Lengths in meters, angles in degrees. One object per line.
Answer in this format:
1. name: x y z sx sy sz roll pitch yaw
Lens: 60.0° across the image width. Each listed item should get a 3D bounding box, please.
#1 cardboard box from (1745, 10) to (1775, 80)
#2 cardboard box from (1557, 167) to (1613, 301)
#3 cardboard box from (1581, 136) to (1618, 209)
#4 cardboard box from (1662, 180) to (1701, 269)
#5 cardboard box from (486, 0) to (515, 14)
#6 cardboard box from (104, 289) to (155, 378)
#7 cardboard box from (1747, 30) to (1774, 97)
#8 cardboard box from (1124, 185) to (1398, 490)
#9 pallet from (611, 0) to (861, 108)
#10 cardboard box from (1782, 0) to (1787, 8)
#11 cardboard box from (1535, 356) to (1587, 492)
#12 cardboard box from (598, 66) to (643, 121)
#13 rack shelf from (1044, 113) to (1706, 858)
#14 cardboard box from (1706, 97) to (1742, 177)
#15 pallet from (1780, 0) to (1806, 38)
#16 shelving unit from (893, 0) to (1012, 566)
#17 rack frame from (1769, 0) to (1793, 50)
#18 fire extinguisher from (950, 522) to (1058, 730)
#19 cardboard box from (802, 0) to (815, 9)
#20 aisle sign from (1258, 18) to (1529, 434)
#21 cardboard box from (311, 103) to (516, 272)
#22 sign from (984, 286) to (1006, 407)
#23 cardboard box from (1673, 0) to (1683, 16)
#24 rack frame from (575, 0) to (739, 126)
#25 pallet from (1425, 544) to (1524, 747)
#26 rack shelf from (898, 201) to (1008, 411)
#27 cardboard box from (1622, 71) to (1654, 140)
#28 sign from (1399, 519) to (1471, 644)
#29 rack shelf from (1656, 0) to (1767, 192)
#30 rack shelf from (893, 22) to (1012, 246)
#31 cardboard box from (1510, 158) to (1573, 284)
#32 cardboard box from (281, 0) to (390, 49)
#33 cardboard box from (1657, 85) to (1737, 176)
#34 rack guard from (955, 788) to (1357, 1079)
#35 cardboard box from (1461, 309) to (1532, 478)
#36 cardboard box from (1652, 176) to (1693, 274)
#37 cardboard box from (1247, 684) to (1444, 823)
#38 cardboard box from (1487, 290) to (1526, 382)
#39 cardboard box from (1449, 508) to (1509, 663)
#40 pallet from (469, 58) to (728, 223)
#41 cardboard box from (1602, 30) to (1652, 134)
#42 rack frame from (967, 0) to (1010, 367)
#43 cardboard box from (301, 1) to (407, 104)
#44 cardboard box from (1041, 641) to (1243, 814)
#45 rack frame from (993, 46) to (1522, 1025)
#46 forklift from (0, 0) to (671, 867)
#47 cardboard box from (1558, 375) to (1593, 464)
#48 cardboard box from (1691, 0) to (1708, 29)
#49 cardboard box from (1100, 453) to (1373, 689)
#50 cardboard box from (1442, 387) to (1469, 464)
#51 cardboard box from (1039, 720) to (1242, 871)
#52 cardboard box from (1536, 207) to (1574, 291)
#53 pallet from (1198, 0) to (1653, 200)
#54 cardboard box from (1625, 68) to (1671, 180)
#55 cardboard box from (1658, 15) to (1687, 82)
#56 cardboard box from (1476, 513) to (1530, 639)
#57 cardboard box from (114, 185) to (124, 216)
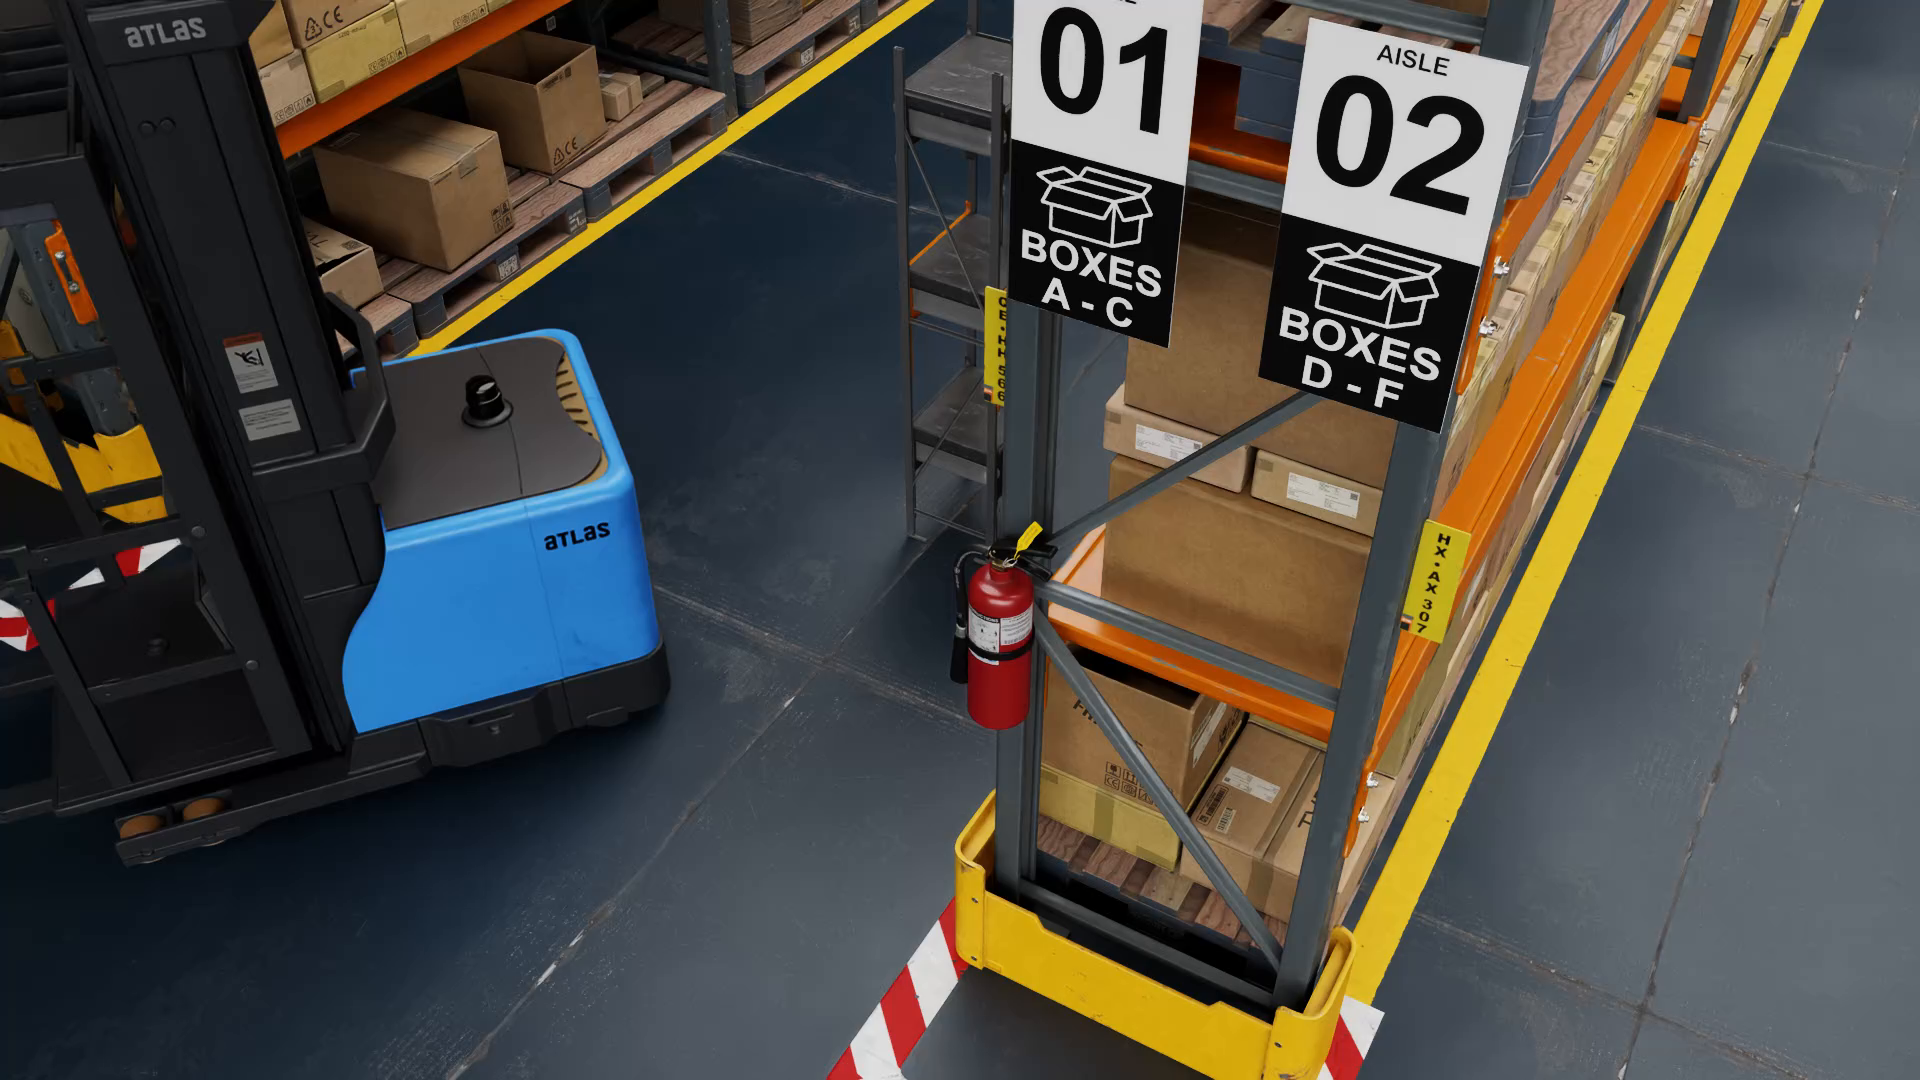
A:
1. cardboard box: 4.010 -2.683 8.865 0.500 0.311 0.500 21 45 22
2. cardboard box: 1.838 -1.218 5.788 0.700 0.500 0.500 22 46 23
3. cardboard box: 1.849 -1.202 5.279 0.380 0.149 0.250 22 46 23
4. cardboard box: 3.240 -1.593 8.052 0.500 0.250 0.500 22 46 23
5. cardboard box: -2.193 -2.668 7.608 0.500 0.250 0.500 21 45 22
6. cardboard box: -3.301 -0.896 7.200 0.500 0.311 0.500 16 44 17
7. cardboard box: 4.262 -2.763 9.381 0.500 0.250 0.500 20 45 22
8. cardboard box: 0.837 -0.555 4.054 0.700 0.500 0.500 21 46 22
9. pallet: -1.335 -3.062 10.068 1.003 0.211 1.213 21 45 22
10. cardboard box: 4.520 -3.270 9.533 0.500 0.311 0.500 22 46 23
11. cardboard box: 2.017 -0.527 6.274 0.500 0.500 0.500 21 45 22
12. cardboard box: -1.965 -2.449 9.072 0.380 0.166 0.250 15 44 17
13. rack shelf: 1.566 -0.612 5.720 1.077 0.370 4.000 21 45 22
14. cardboard box: 3.753 -2.181 8.720 0.500 0.250 0.500 22 46 23
15. pallet: 4.975 -3.684 10.773 1.003 0.211 1.213 21 45 22
16. shelving unit: 0.083 -0.883 6.164 0.431 2.100 0.503 21 45 22
17. rack frame: 4.569 -4.315 9.381 1.000 3.000 0.127 21 45 22
18. fire extinguisher: 0.104 0.205 4.306 0.296 0.674 0.183 21 45 22
19. cardboard box: -1.155 -3.629 10.159 0.700 0.500 0.500 20 45 21
20. aisle sign: 0.798 -0.575 3.166 0.394 0.787 0.004 21 45 22
21. cardboard box: -2.605 -1.697 7.965 0.700 0.500 0.500 18 45 19
22. sign: 0.103 -0.449 3.935 0.100 0.325 0.005 21 45 22
23. cardboard box: 2.351 -2.295 6.029 0.700 0.500 0.500 21 46 22
24. rack frame: -1.724 -3.663 8.640 1.000 3.000 0.127 21 45 22
25. pallet: 1.523 0.162 6.406 1.003 0.211 1.213 21 45 22
26. rack shelf: 0.083 -0.872 6.173 0.431 0.518 0.480 21 45 22
27. cardboard box: 2.106 -1.500 5.617 0.380 0.149 0.250 21 45 22
28. sign: 1.043 0.095 3.658 0.100 0.325 0.005 21 45 22
29. rack shelf: 3.568 -2.901 8.319 1.077 0.370 4.000 21 45 22
30. rack shelf: 0.083 -1.398 5.710 0.431 0.518 0.480 21 45 22
31. cardboard box: 1.347 -1.147 4.725 0.700 0.500 0.500 21 46 22
32. cardboard box: -2.706 -2.353 6.684 0.500 0.500 0.500 19 45 21
33. cardboard box: 3.503 -2.098 8.201 0.500 0.311 0.500 19 45 21
34. rack guard: 0.553 1.214 4.993 1.175 0.500 0.348 21 45 22
35. cardboard box: 1.322 -0.623 5.112 0.700 0.500 0.500 21 46 22
36. cardboard box: 2.990 -1.517 7.541 0.500 0.311 0.500 21 46 22
37. cardboard box: 1.273 0.616 5.544 0.500 0.250 0.500 21 45 22
38. cardboard box: 1.332 -0.610 4.607 0.380 0.149 0.250 20 45 21
39. cardboard box: 1.514 0.045 5.625 0.500 0.500 0.500 21 45 22
40. pallet: -2.029 -2.220 9.112 1.003 0.211 1.213 21 45 22
41. cardboard box: 1.848 -1.719 5.375 0.700 0.500 0.500 21 45 22
42. rack frame: 0.205 -1.022 6.322 0.400 2.100 0.015 21 45 22
43. cardboard box: -2.699 -2.091 6.953 0.500 0.250 0.500 20 45 21
44. cardboard box: 0.576 0.450 5.165 0.500 0.500 0.500 21 45 22
45. rack frame: 0.565 0.262 4.183 1.000 3.000 0.127 21 45 22
46. forklift: -2.618 -0.423 5.013 3.031 2.935 1.130 -15 43 -16
47. cardboard box: 2.266 -0.532 6.847 0.500 0.250 0.500 21 45 22
48. cardboard box: 2.617 -2.081 6.277 0.380 0.149 0.250 21 45 22
49. cardboard box: 0.810 -0.038 4.448 0.700 0.500 0.500 21 45 22
50. cardboard box: 1.078 -0.324 4.282 0.380 0.149 0.250 20 45 21
51. cardboard box: 0.578 0.732 5.412 0.500 0.250 0.500 21 45 22
52. cardboard box: 1.591 -0.910 4.947 0.380 0.149 0.250 20 45 22
53. pallet: 0.942 -1.226 3.670 1.003 0.211 1.213 21 45 22
54. cardboard box: 2.351 -1.808 6.458 0.700 0.500 0.500 20 45 21
55. cardboard box: 2.362 -1.790 5.946 0.380 0.149 0.250 20 45 21
56. cardboard box: 1.778 0.045 6.192 0.500 0.250 0.500 21 45 22
57. cardboard box: -3.206 -1.499 6.281 0.500 0.250 0.500 20 45 21
